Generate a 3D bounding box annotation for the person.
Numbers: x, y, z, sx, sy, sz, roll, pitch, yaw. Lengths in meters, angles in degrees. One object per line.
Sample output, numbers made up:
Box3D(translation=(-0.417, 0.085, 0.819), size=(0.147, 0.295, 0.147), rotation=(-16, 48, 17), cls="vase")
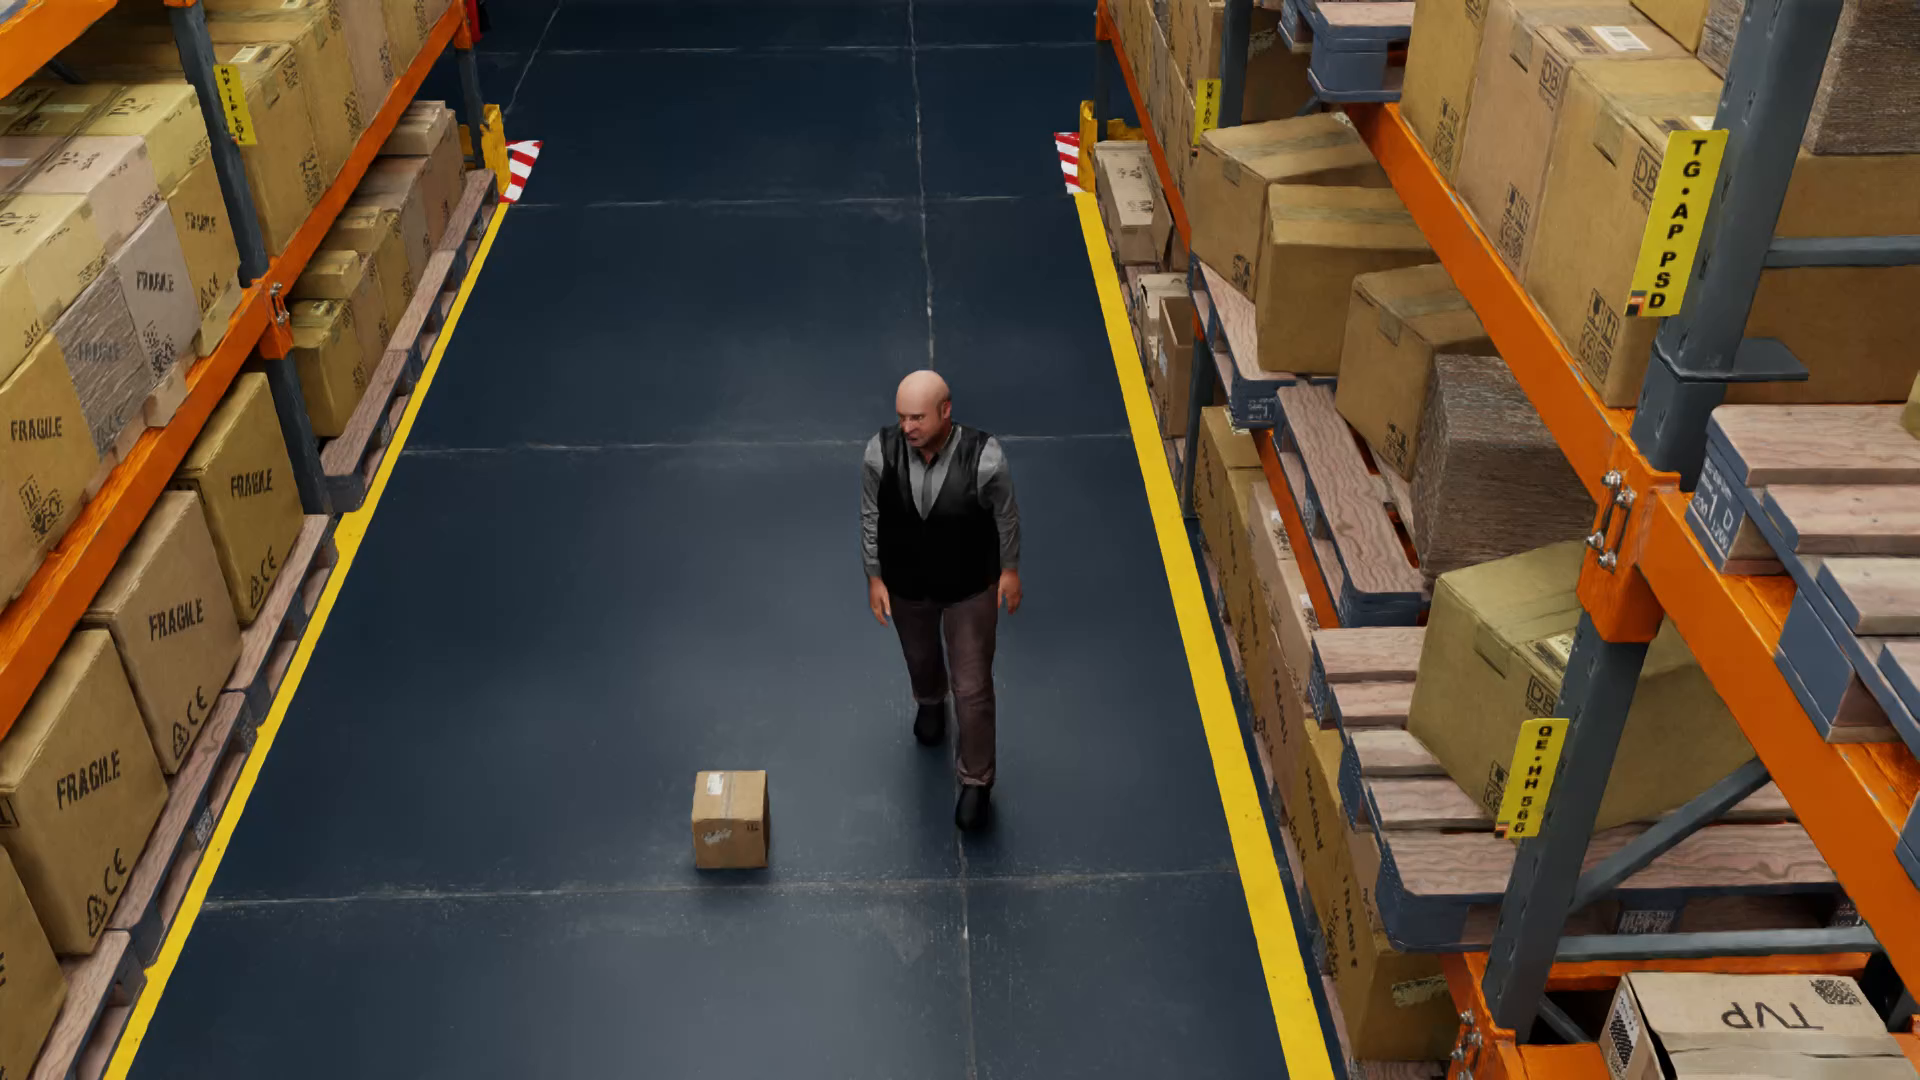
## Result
Box3D(translation=(-0.082, 0.168, 5.921), size=(0.563, 1.704, 0.784), rotation=(8, 36, 11), cls="person")
